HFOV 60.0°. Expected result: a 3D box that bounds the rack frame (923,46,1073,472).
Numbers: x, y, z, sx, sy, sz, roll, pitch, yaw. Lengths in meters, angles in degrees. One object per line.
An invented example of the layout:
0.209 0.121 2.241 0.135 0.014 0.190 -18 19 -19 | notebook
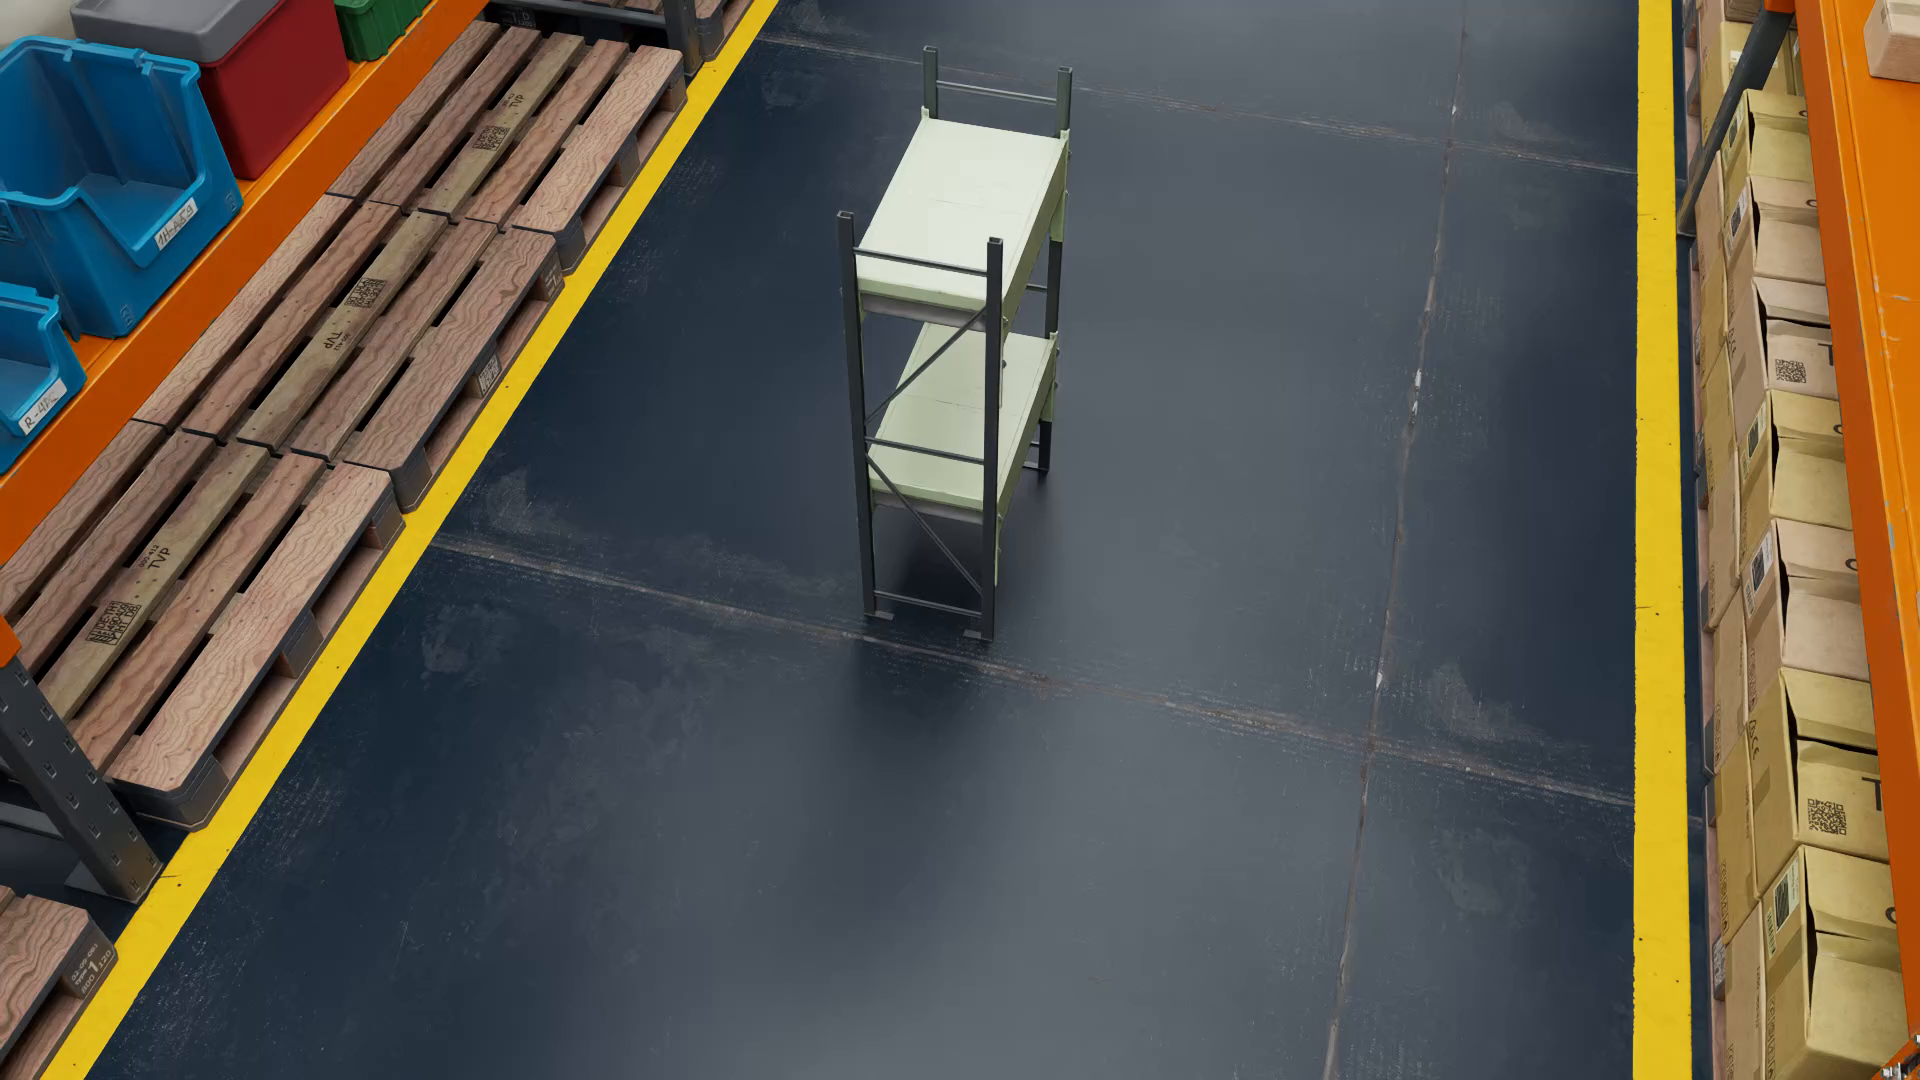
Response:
0.098 -0.766 4.926 0.400 1.500 0.023 12 50 10 | rack frame

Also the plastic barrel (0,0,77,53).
-2.461 -1.296 4.319 0.421 0.512 0.421 0 49 0 | plastic barrel

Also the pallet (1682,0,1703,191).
3.444 -1.726 6.632 1.003 0.211 1.213 12 50 10 | pallet

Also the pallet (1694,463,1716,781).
2.718 0.267 4.873 1.003 0.211 1.213 12 50 10 | pallet

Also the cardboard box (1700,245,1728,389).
2.713 -0.698 5.419 0.500 0.250 0.500 13 50 11 | cardboard box

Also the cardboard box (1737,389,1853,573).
2.441 -0.134 4.547 0.500 0.311 0.500 13 50 11 | cardboard box

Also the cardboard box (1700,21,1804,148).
3.105 -1.689 6.294 0.500 0.250 0.500 12 50 10 | cardboard box

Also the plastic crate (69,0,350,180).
-1.916 -1.298 4.352 0.402 0.464 0.583 12 50 10 | plastic crate

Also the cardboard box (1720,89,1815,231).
2.845 -1.246 5.529 0.500 0.311 0.500 12 50 10 | cardboard box

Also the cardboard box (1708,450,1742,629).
2.444 0.045 4.764 0.500 0.250 0.500 12 50 11 | cardboard box

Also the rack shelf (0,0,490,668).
-2.110 -1.377 4.944 1.077 0.370 4.000 12 50 10 | rack shelf

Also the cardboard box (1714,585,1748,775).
2.312 0.418 4.435 0.500 0.250 0.500 13 50 11 | cardboard box

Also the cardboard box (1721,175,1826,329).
2.708 -0.885 5.210 0.500 0.311 0.500 11 49 10 | cardboard box

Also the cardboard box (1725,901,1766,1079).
2.044 1.154 3.785 0.500 0.250 0.500 13 50 11 | cardboard box

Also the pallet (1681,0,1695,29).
3.763 -2.611 7.413 1.003 0.211 1.213 12 50 10 | pallet

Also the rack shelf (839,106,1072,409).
0.002 -0.759 4.399 0.431 0.370 0.720 12 50 10 | rack shelf

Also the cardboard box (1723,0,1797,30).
3.248 -2.296 6.330 0.500 0.500 0.500 12 50 10 | cardboard box

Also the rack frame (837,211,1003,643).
-0.095 -0.236 4.458 0.400 1.500 0.023 12 50 10 | rack frame

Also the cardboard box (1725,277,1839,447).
2.573 -0.511 4.880 0.500 0.311 0.500 10 49 9 | cardboard box

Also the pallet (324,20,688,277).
-1.753 -1.563 6.489 1.003 0.211 1.213 12 50 10 | pallet

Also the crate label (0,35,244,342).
-2.114 -0.845 3.972 0.502 0.435 0.616 12 50 10 | crate label

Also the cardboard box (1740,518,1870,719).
2.307 0.228 4.228 0.500 0.311 0.500 11 50 10 | cardboard box

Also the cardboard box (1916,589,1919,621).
2.111 0.190 3.249 0.380 0.149 0.250 12 50 10 | cardboard box

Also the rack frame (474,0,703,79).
-1.584 -3.061 5.951 1.000 3.000 0.127 12 50 10 | rack frame

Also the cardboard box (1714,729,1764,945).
2.176 0.781 4.114 0.500 0.250 0.500 11 49 10 | cardboard box

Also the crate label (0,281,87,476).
-2.164 -0.344 3.664 0.303 0.233 0.416 12 50 10 | crate label

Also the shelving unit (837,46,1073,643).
0.002 -0.501 4.692 0.431 1.500 0.755 12 50 10 | shelving unit

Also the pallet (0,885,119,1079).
-2.804 1.333 3.933 1.003 0.211 1.213 12 50 10 | pallet

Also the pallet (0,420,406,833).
-2.395 0.202 4.931 1.003 0.211 1.213 12 50 10 | pallet

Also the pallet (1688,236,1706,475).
3.038 -0.618 5.655 1.003 0.211 1.213 12 50 10 | pallet

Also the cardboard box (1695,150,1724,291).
2.849 -1.068 5.745 0.500 0.250 0.500 10 49 9 | cardboard box

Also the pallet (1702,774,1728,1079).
2.395 1.147 4.097 1.003 0.211 1.213 12 50 10 | pallet

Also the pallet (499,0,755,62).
-1.367 -2.616 7.418 1.003 0.211 1.213 12 50 10 | pallet

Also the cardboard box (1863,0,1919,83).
2.763 -1.398 4.650 0.380 0.149 0.250 12 50 10 | cardboard box

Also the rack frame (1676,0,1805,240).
3.194 -2.081 5.086 1.000 3.000 0.127 12 50 10 | rack frame

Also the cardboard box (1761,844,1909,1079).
2.041 0.970 3.573 0.500 0.311 0.500 13 50 11 | cardboard box

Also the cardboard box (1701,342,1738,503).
2.579 -0.323 5.088 0.500 0.250 0.500 10 49 9 | cardboard box

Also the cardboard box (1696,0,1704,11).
3.364 -2.413 6.933 0.500 0.250 0.500 12 50 10 | cardboard box

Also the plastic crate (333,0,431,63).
-1.770 -1.676 4.870 0.450 0.188 0.662 12 50 10 | plastic crate

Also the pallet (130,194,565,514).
-2.072 -0.678 5.707 1.003 0.211 1.213 12 50 10 | pallet

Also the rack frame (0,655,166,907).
-2.637 -0.168 3.398 1.000 3.000 0.127 12 50 10 | rack frame

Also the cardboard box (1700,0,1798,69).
3.246 -2.049 6.611 0.500 0.250 0.500 12 50 10 | cardboard box

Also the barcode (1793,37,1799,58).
2.725 -1.615 5.408 0.001 0.075 0.075 12 50 10 | barcode

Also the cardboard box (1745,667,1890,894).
2.172 0.593 3.906 0.500 0.311 0.500 11 49 9 | cardboard box

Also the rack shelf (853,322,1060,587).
0.002 -0.285 4.936 0.431 0.370 0.720 12 50 10 | rack shelf
